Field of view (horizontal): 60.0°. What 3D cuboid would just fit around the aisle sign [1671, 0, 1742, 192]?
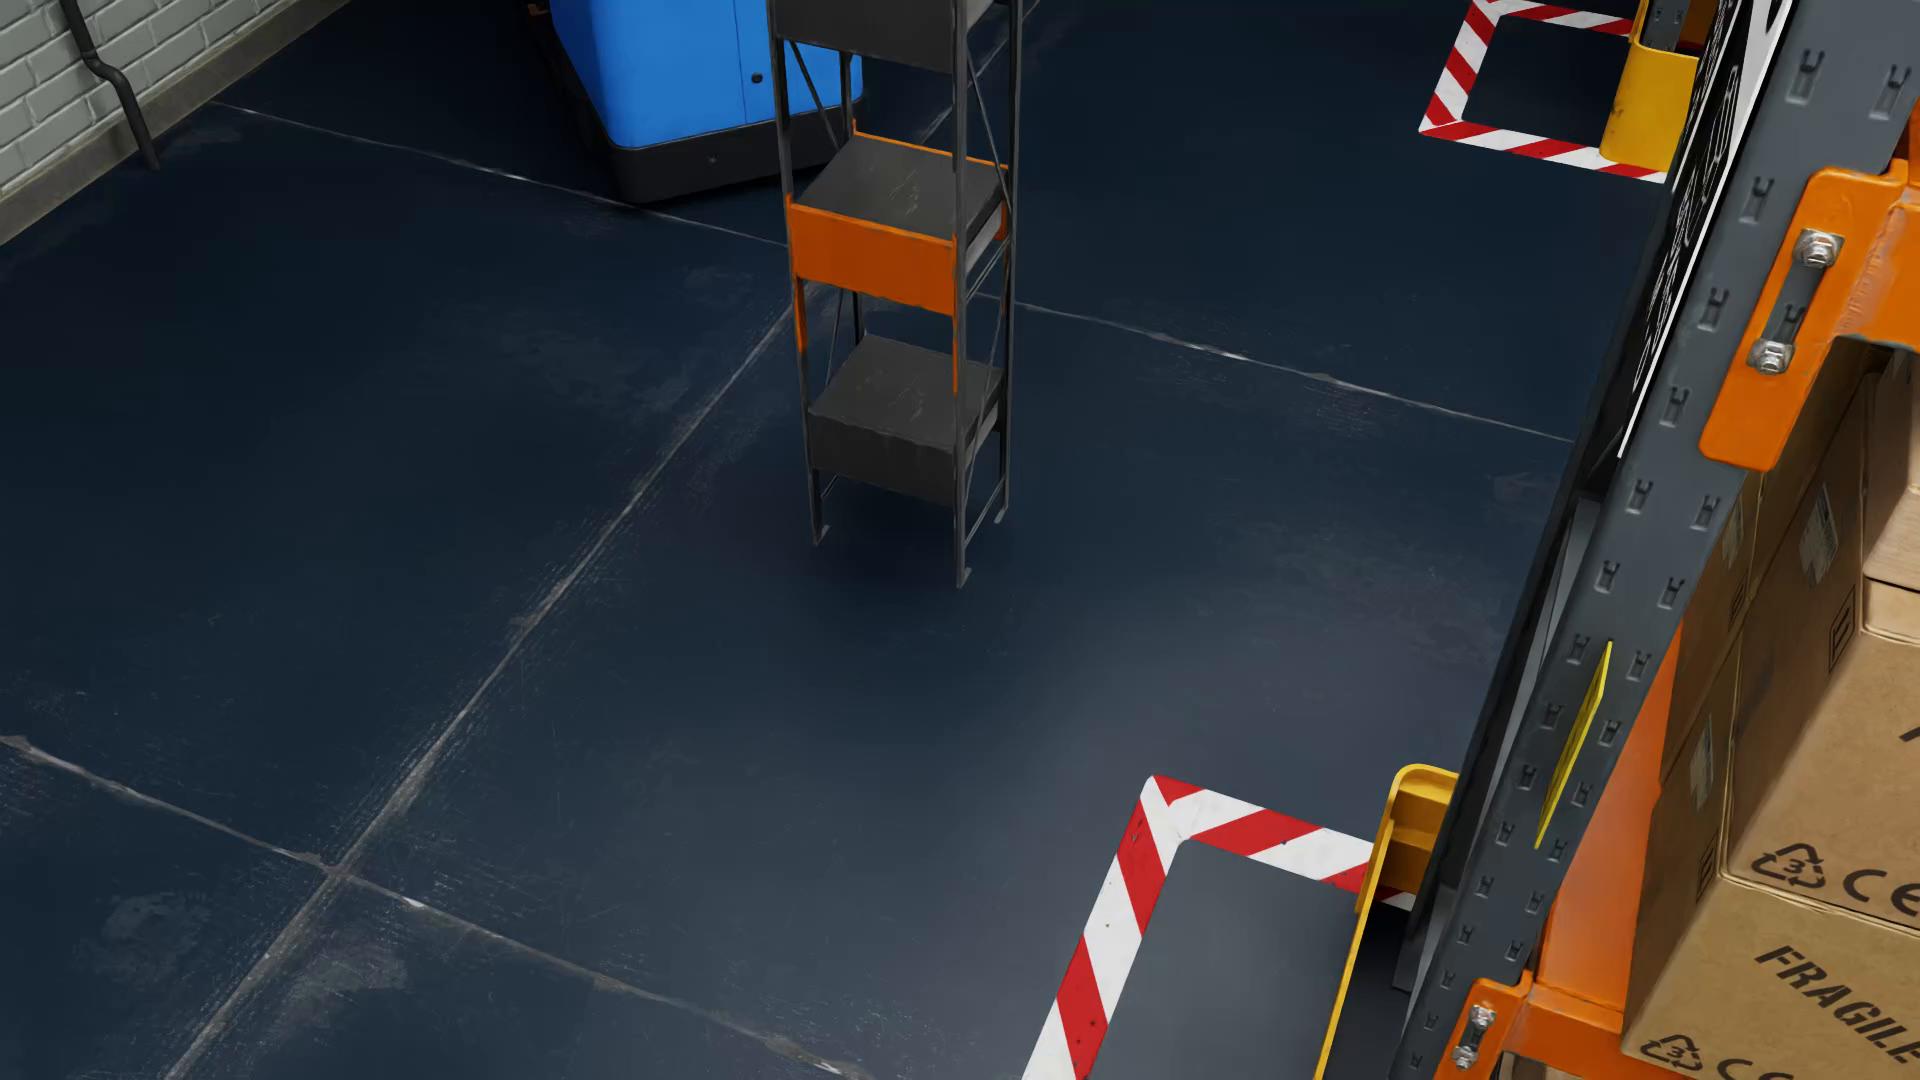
[{"bbox_3d":[1.074,-0.894,2.179,0.004,0.787,0.394,16,47,16],"label":"aisle sign"}]

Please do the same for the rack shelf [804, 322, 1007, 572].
[{"bbox_3d":[-0.153,-0.283,5.058,0.480,0.518,0.431,16,47,16],"label":"rack shelf"}]

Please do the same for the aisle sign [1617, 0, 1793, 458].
[{"bbox_3d":[0.843,-0.504,1.786,0.004,0.787,0.394,16,47,16],"label":"aisle sign"}]

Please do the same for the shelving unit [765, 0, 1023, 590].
[{"bbox_3d":[-0.153,-0.789,4.555,0.503,2.100,0.431,16,47,16],"label":"shelving unit"}]

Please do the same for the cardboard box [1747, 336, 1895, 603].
[{"bbox_3d":[1.557,-0.165,2.510,0.500,0.500,0.500,18,48,17],"label":"cardboard box"}]

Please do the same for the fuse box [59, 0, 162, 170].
[{"bbox_3d":[-3.249,-2.138,6.186,0.414,1.711,0.539,16,47,16],"label":"fuse box"}]

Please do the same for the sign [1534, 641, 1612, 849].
[{"bbox_3d":[0.801,0.273,2.179,0.005,0.325,0.100,16,47,16],"label":"sign"}]

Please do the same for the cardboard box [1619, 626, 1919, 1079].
[{"bbox_3d":[1.353,0.531,2.519,0.500,0.500,0.500,16,47,16],"label":"cardboard box"}]

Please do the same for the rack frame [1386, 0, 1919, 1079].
[{"bbox_3d":[1.021,0.249,2.873,0.127,3.000,1.000,16,47,16],"label":"rack frame"}]

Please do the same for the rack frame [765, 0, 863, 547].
[{"bbox_3d":[-0.378,-0.856,4.621,0.015,2.100,0.400,16,47,16],"label":"rack frame"}]

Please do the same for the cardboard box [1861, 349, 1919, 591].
[{"bbox_3d":[1.242,-0.094,1.979,0.250,0.149,0.380,17,47,17],"label":"cardboard box"}]

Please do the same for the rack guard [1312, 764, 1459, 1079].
[{"bbox_3d":[0.998,1.128,3.761,0.348,0.500,1.175,16,47,16],"label":"rack guard"}]

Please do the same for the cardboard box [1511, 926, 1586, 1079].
[{"bbox_3d":[1.668,1.122,3.514,0.875,0.438,0.875,15,47,15],"label":"cardboard box"}]

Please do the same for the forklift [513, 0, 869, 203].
[{"bbox_3d":[-1.406,-3.400,6.589,1.130,2.935,3.031,-17,47,-16],"label":"forklift"}]

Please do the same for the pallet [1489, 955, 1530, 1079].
[{"bbox_3d":[1.789,1.404,3.690,1.213,0.211,1.003,16,47,16],"label":"pallet"}]

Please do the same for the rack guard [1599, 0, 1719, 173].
[{"bbox_3d":[2.998,-2.077,6.983,0.348,0.500,1.175,16,47,16],"label":"rack guard"}]

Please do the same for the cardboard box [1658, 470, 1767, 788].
[{"bbox_3d":[1.568,0.172,2.880,0.500,0.500,0.500,17,47,16],"label":"cardboard box"}]

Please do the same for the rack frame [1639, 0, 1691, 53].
[{"bbox_3d":[2.928,-2.983,6.122,0.127,3.000,1.000,16,47,16],"label":"rack frame"}]

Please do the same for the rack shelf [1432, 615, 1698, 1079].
[{"bbox_3d":[2.866,1.047,2.581,4.000,0.370,1.077,16,47,16],"label":"rack shelf"}]

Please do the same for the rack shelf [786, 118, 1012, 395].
[{"bbox_3d":[-0.153,-0.780,4.564,0.480,0.518,0.431,16,47,16],"label":"rack shelf"}]

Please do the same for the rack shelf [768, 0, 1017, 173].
[{"bbox_3d":[-0.153,-1.276,4.070,0.480,0.518,0.431,16,47,16],"label":"rack shelf"}]

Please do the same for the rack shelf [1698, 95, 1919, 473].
[{"bbox_3d":[2.866,-0.016,1.523,4.000,0.370,1.077,16,47,16],"label":"rack shelf"}]

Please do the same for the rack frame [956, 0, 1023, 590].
[{"bbox_3d":[0.072,-0.723,4.488,0.015,2.100,0.400,16,47,16],"label":"rack frame"}]

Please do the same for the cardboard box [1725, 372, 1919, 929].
[{"bbox_3d":[1.354,0.175,2.168,0.500,0.500,0.500,15,47,15],"label":"cardboard box"}]
